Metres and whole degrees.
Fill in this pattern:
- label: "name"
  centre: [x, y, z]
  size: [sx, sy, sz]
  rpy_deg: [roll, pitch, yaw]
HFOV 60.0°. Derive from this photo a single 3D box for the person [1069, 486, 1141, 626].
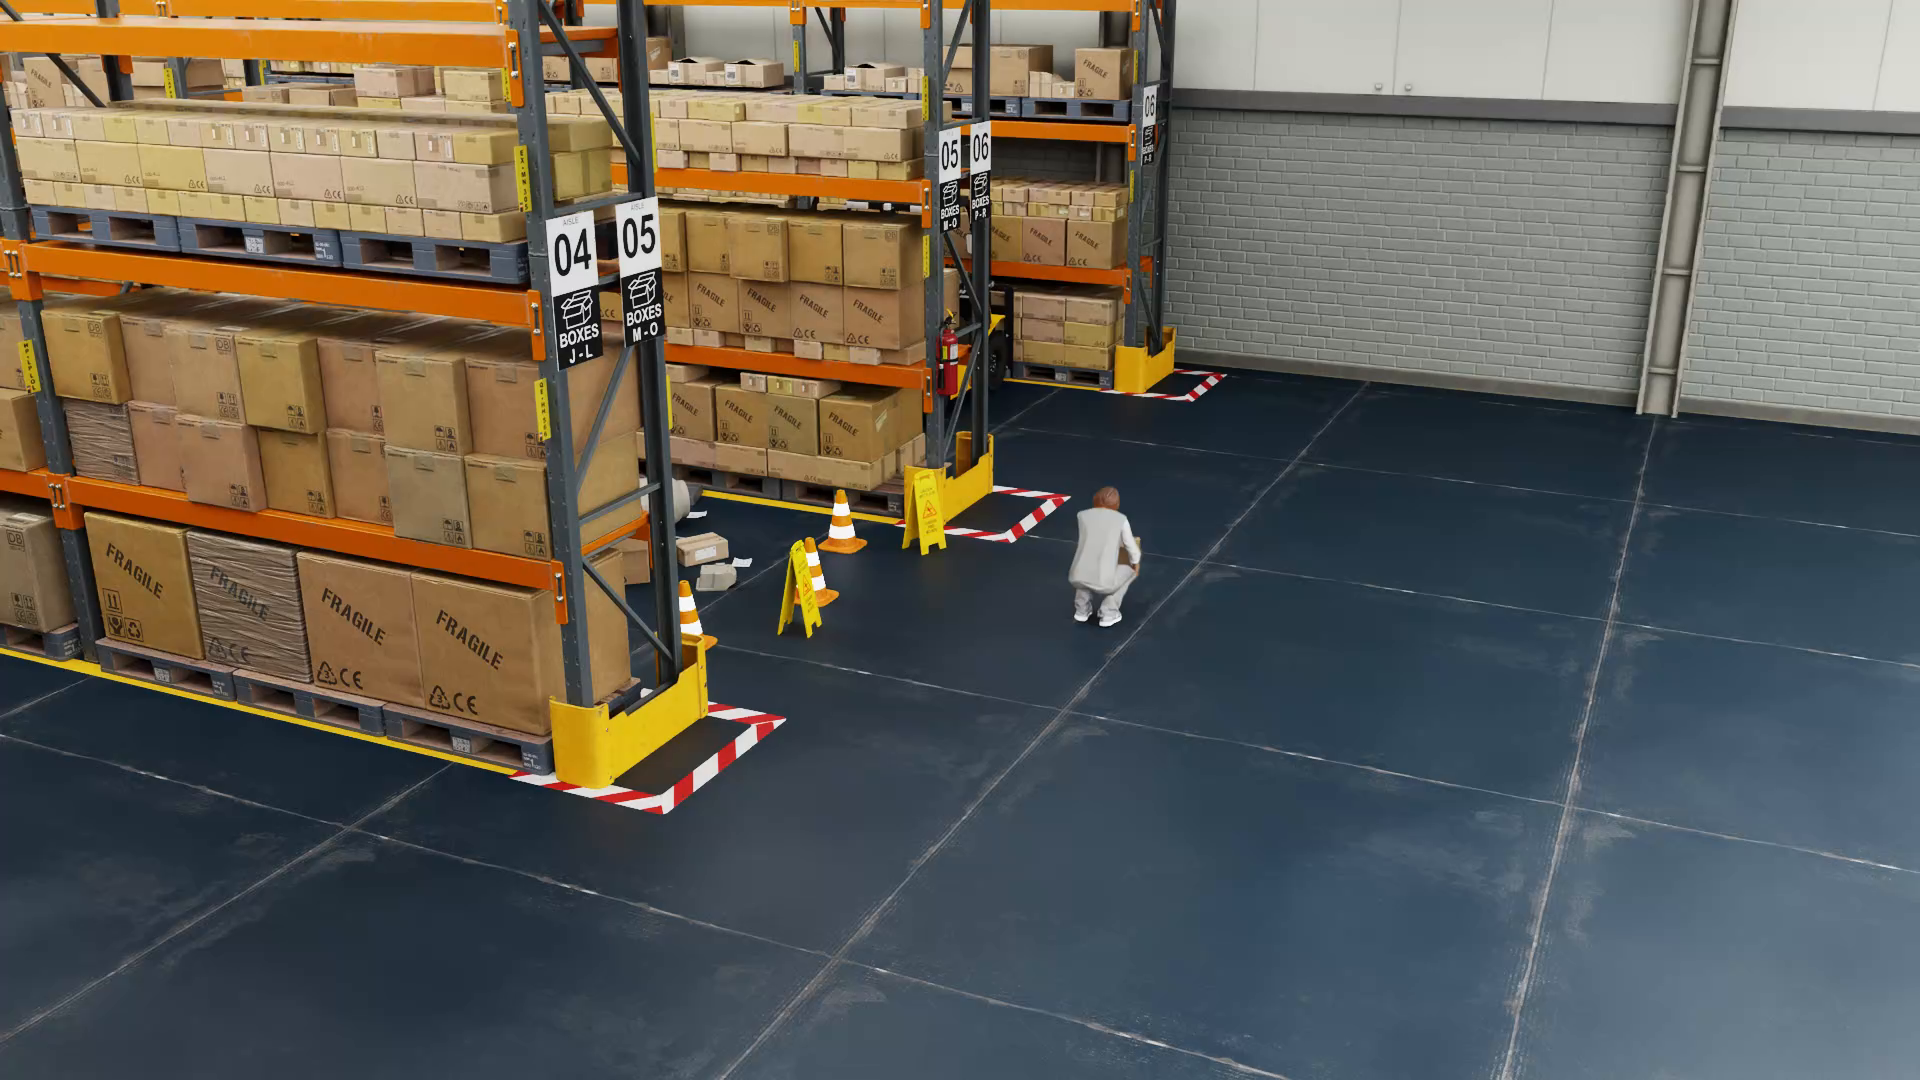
- label: "person"
  centre: [1.024, 0.119, 11.837]
  size: [0.433, 0.884, 0.817]
  rpy_deg: [8, 21, 22]
